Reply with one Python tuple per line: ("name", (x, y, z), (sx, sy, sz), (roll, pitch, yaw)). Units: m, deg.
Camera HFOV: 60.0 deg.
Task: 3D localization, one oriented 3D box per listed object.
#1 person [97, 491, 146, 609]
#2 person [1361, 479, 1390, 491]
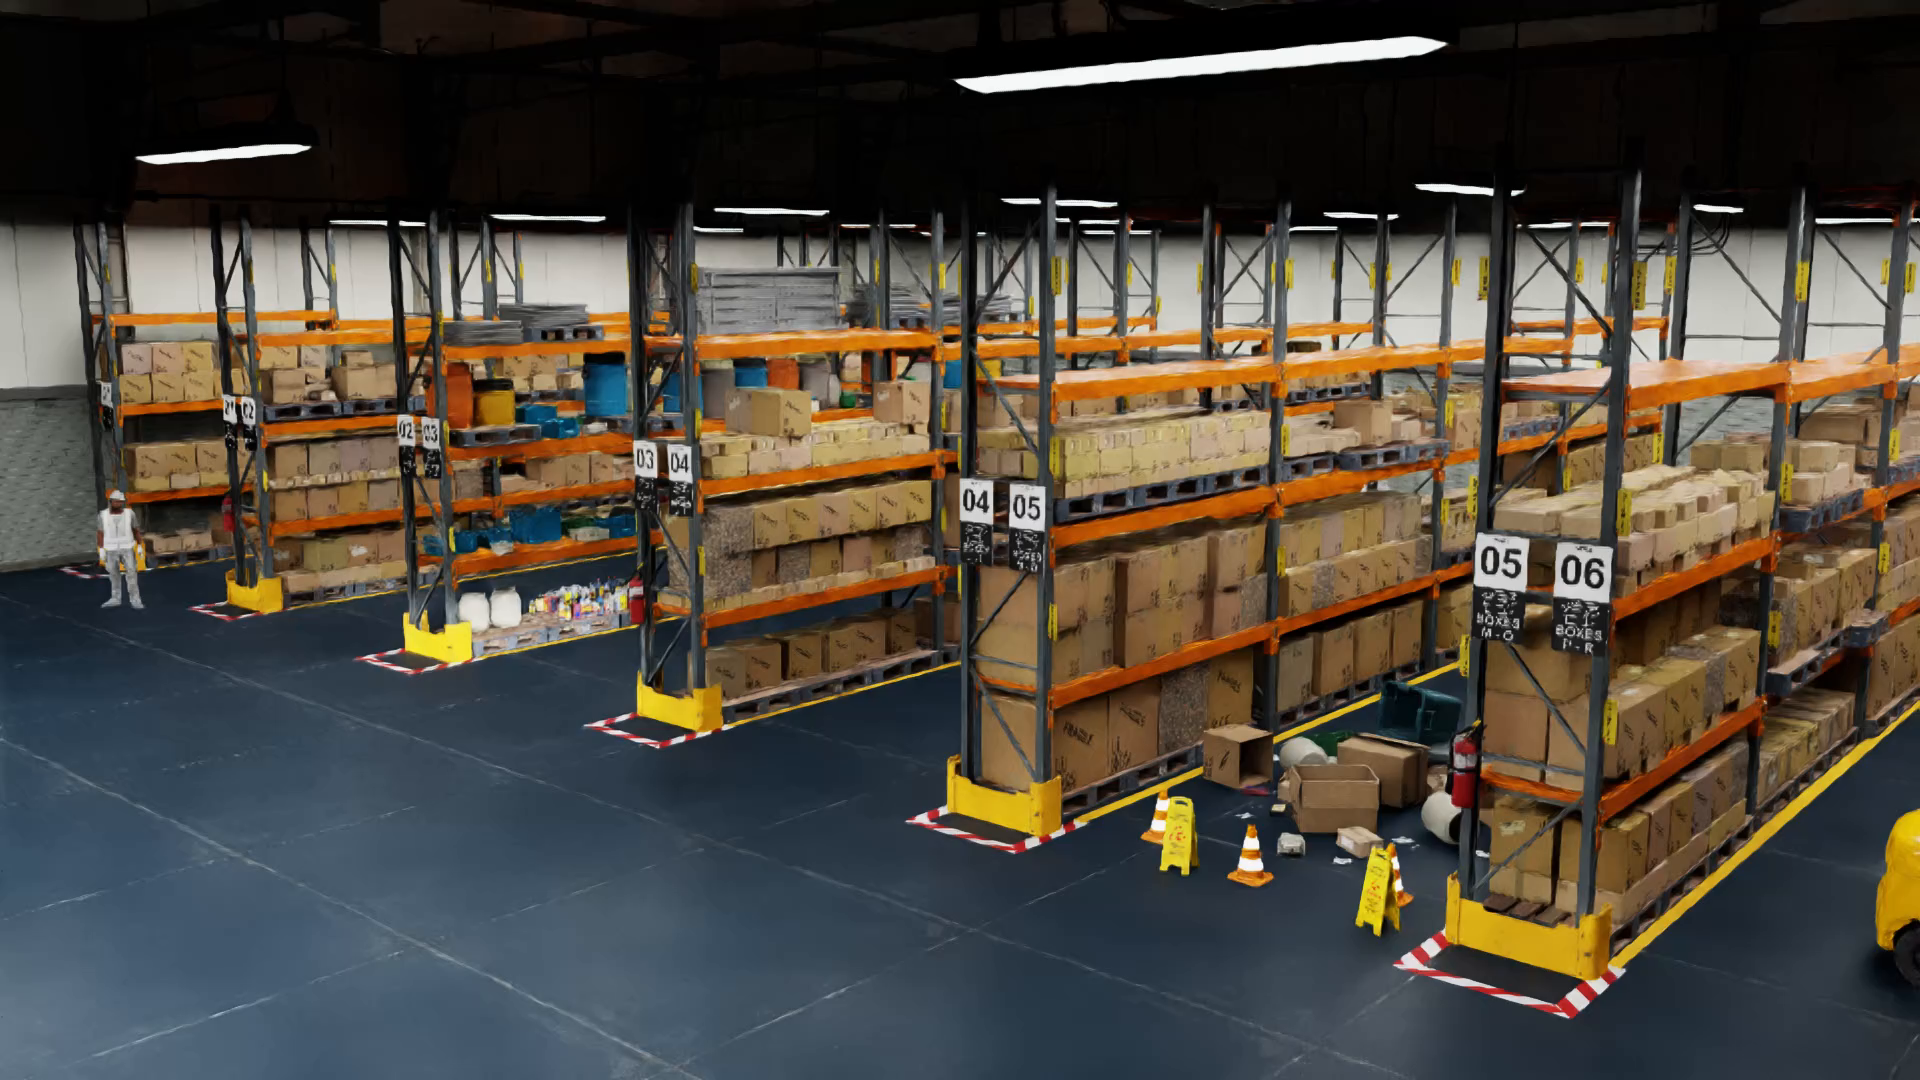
("person", (-12.631, 0.147, 24.991), (0.645, 1.784, 0.494), (-4, 10, -22))
("person", (6.974, -0.354, 28.022), (0.654, 1.748, 0.584), (-3, 10, -17))
